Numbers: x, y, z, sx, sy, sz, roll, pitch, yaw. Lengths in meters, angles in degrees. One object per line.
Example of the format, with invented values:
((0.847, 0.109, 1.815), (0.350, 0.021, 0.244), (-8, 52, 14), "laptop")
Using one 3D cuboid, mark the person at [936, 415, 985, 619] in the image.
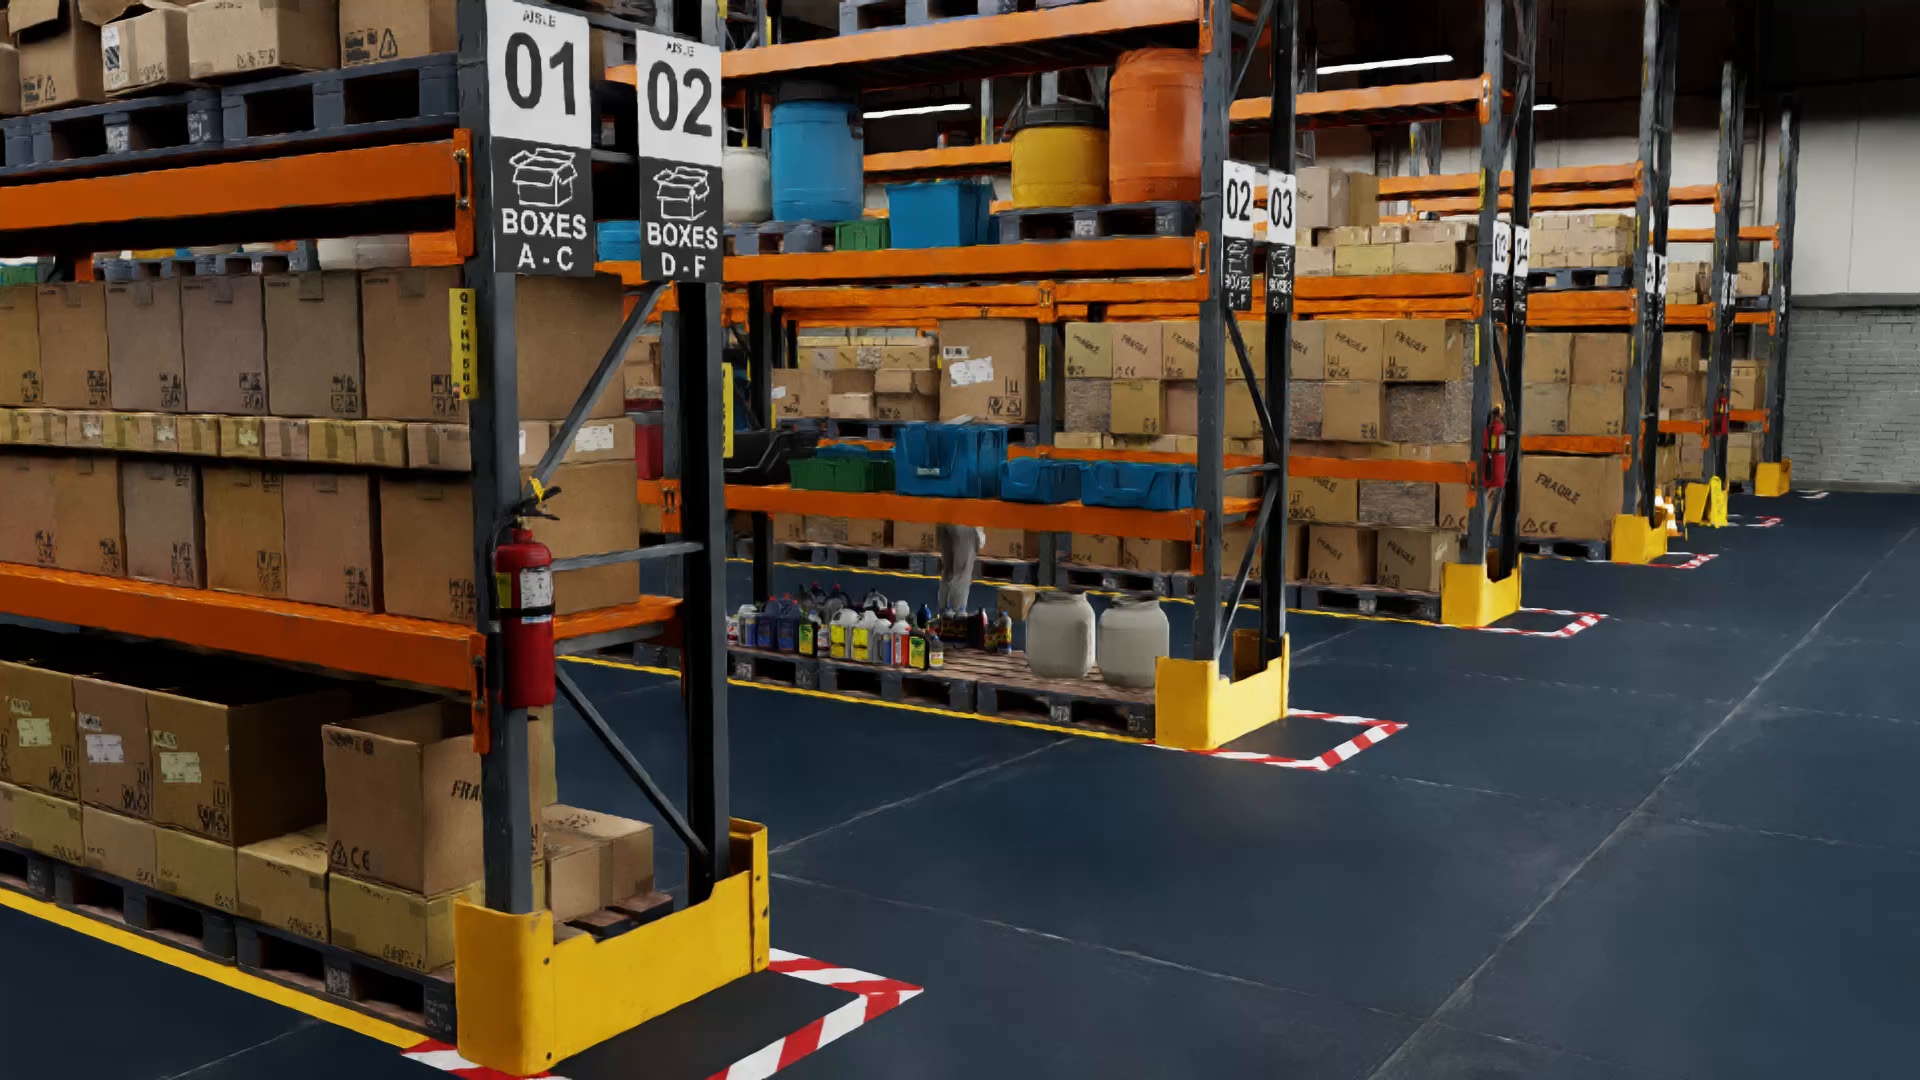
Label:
((-0.001, -0.103, 12.637), (0.355, 1.683, 0.577), (-4, 8, -34), "person")
